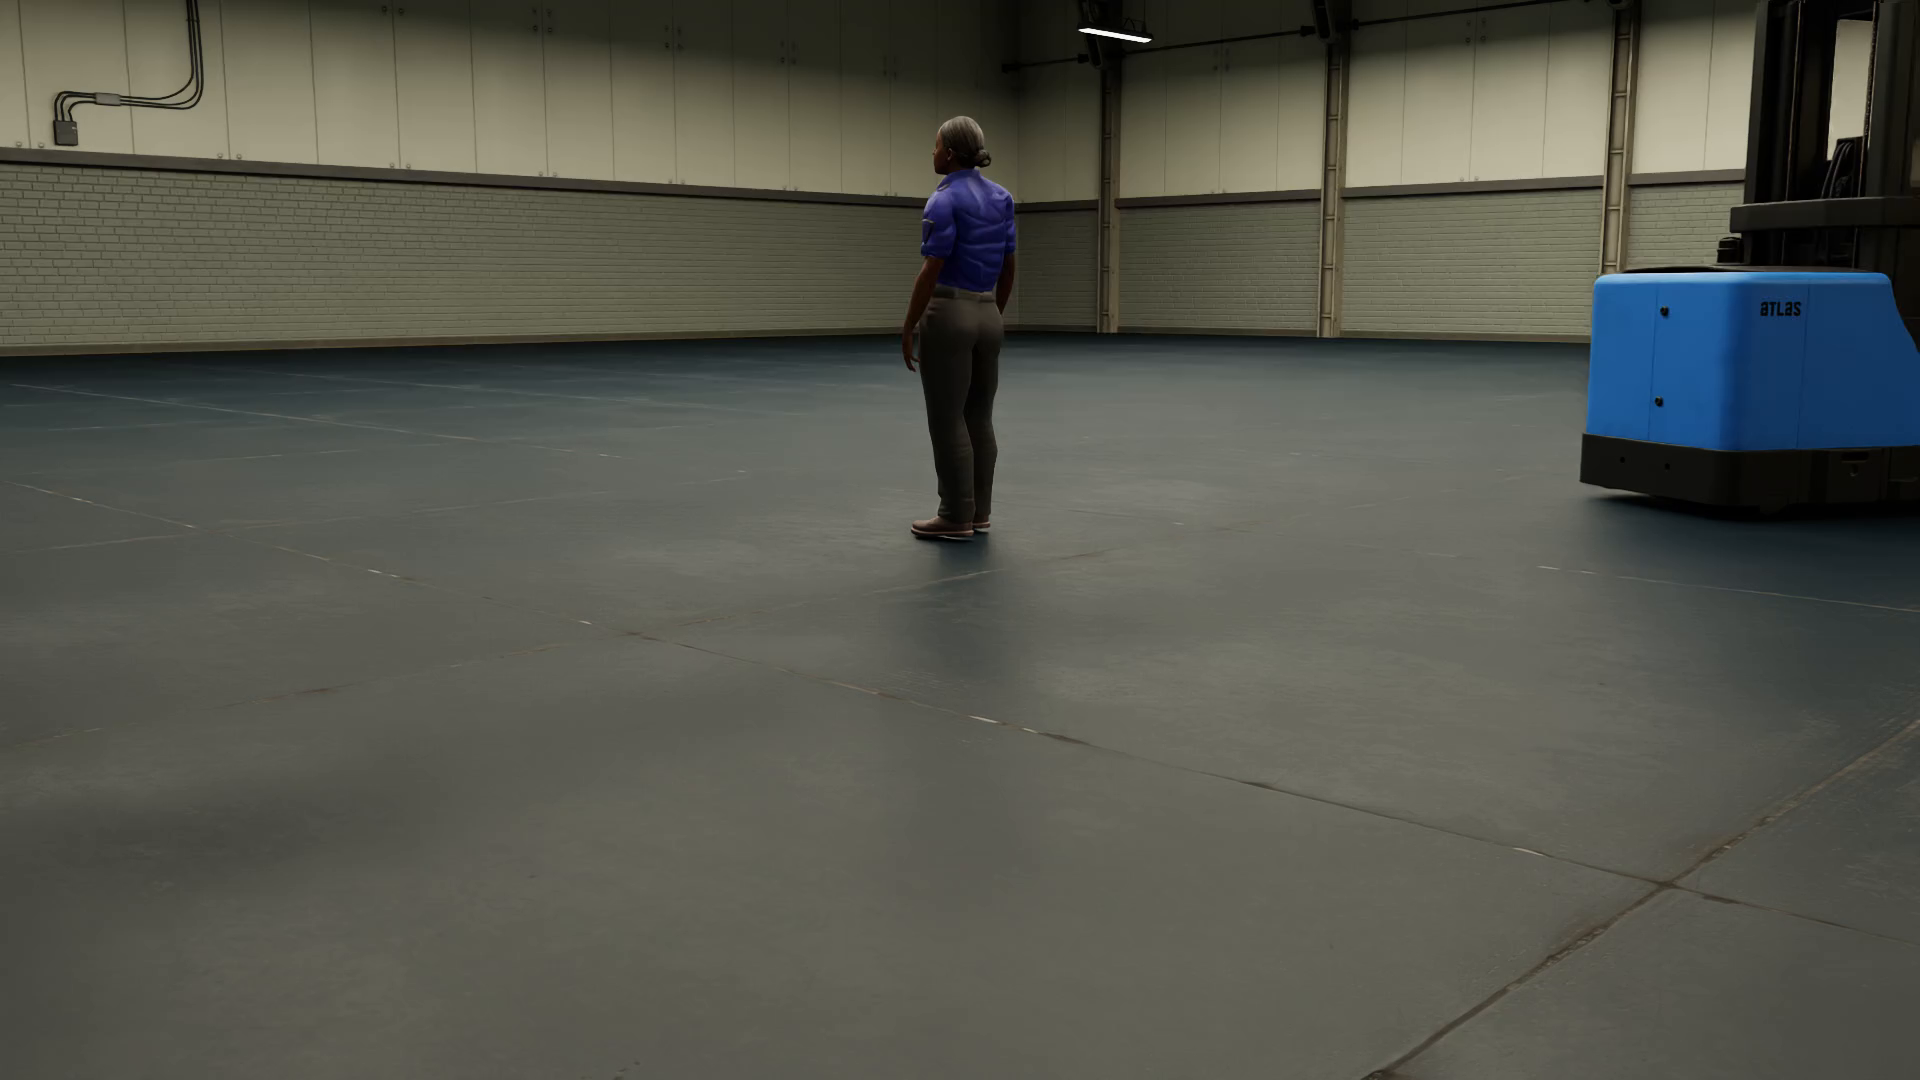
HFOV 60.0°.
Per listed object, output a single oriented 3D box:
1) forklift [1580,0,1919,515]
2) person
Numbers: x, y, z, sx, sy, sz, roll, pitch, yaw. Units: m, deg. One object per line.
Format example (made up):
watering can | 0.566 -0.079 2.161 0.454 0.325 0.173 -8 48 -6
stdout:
forklift | 4.595 -1.657 7.880 3.031 2.935 1.130 -3 9 -17
person | -0.049 -0.836 6.667 0.504 1.654 0.569 8 12 43
